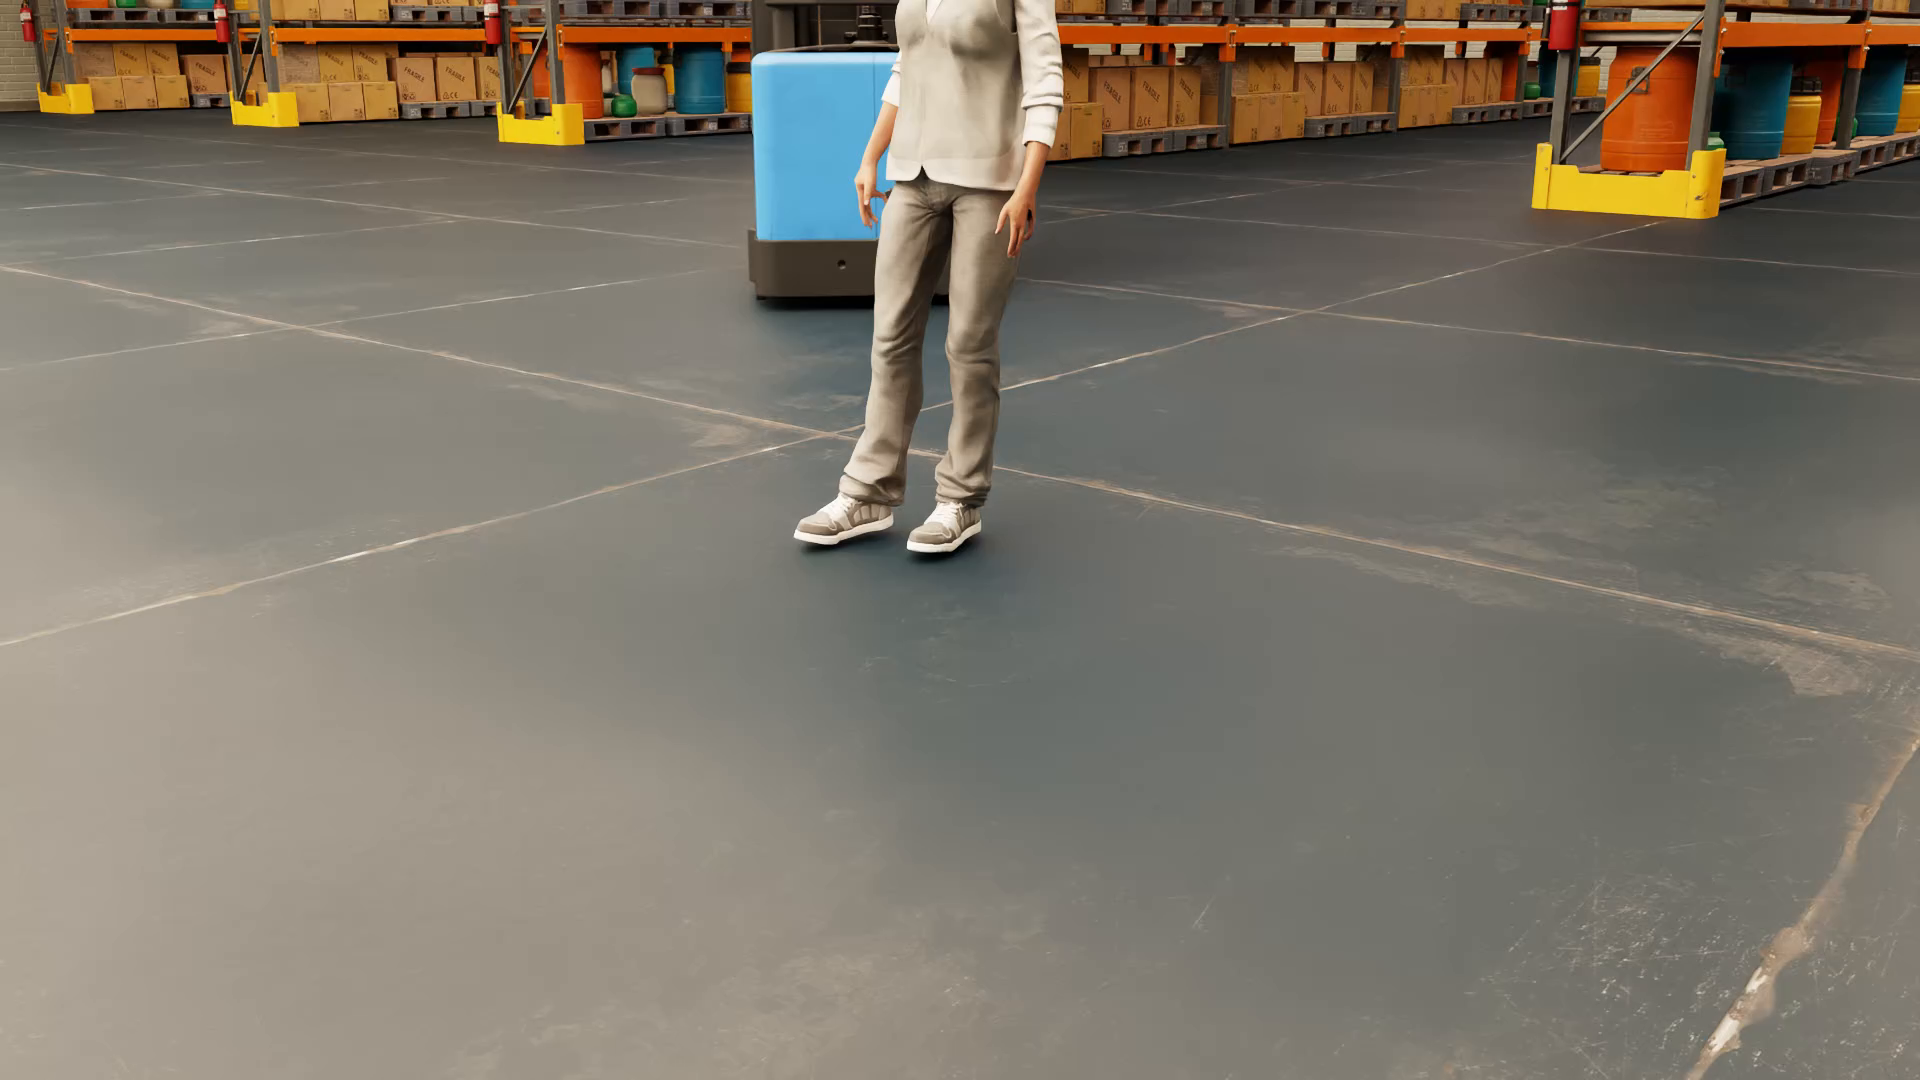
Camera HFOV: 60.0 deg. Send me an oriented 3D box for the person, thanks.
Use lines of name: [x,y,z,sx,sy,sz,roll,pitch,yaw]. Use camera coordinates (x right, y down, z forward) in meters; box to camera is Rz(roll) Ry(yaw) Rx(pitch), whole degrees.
person: [-0.058,-0.757,3.662,0.520,1.597,0.475,13,21,37]

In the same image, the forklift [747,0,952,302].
forklift: [-0.488,-2.823,8.194,1.130,2.935,3.031,-1,17,-5]
